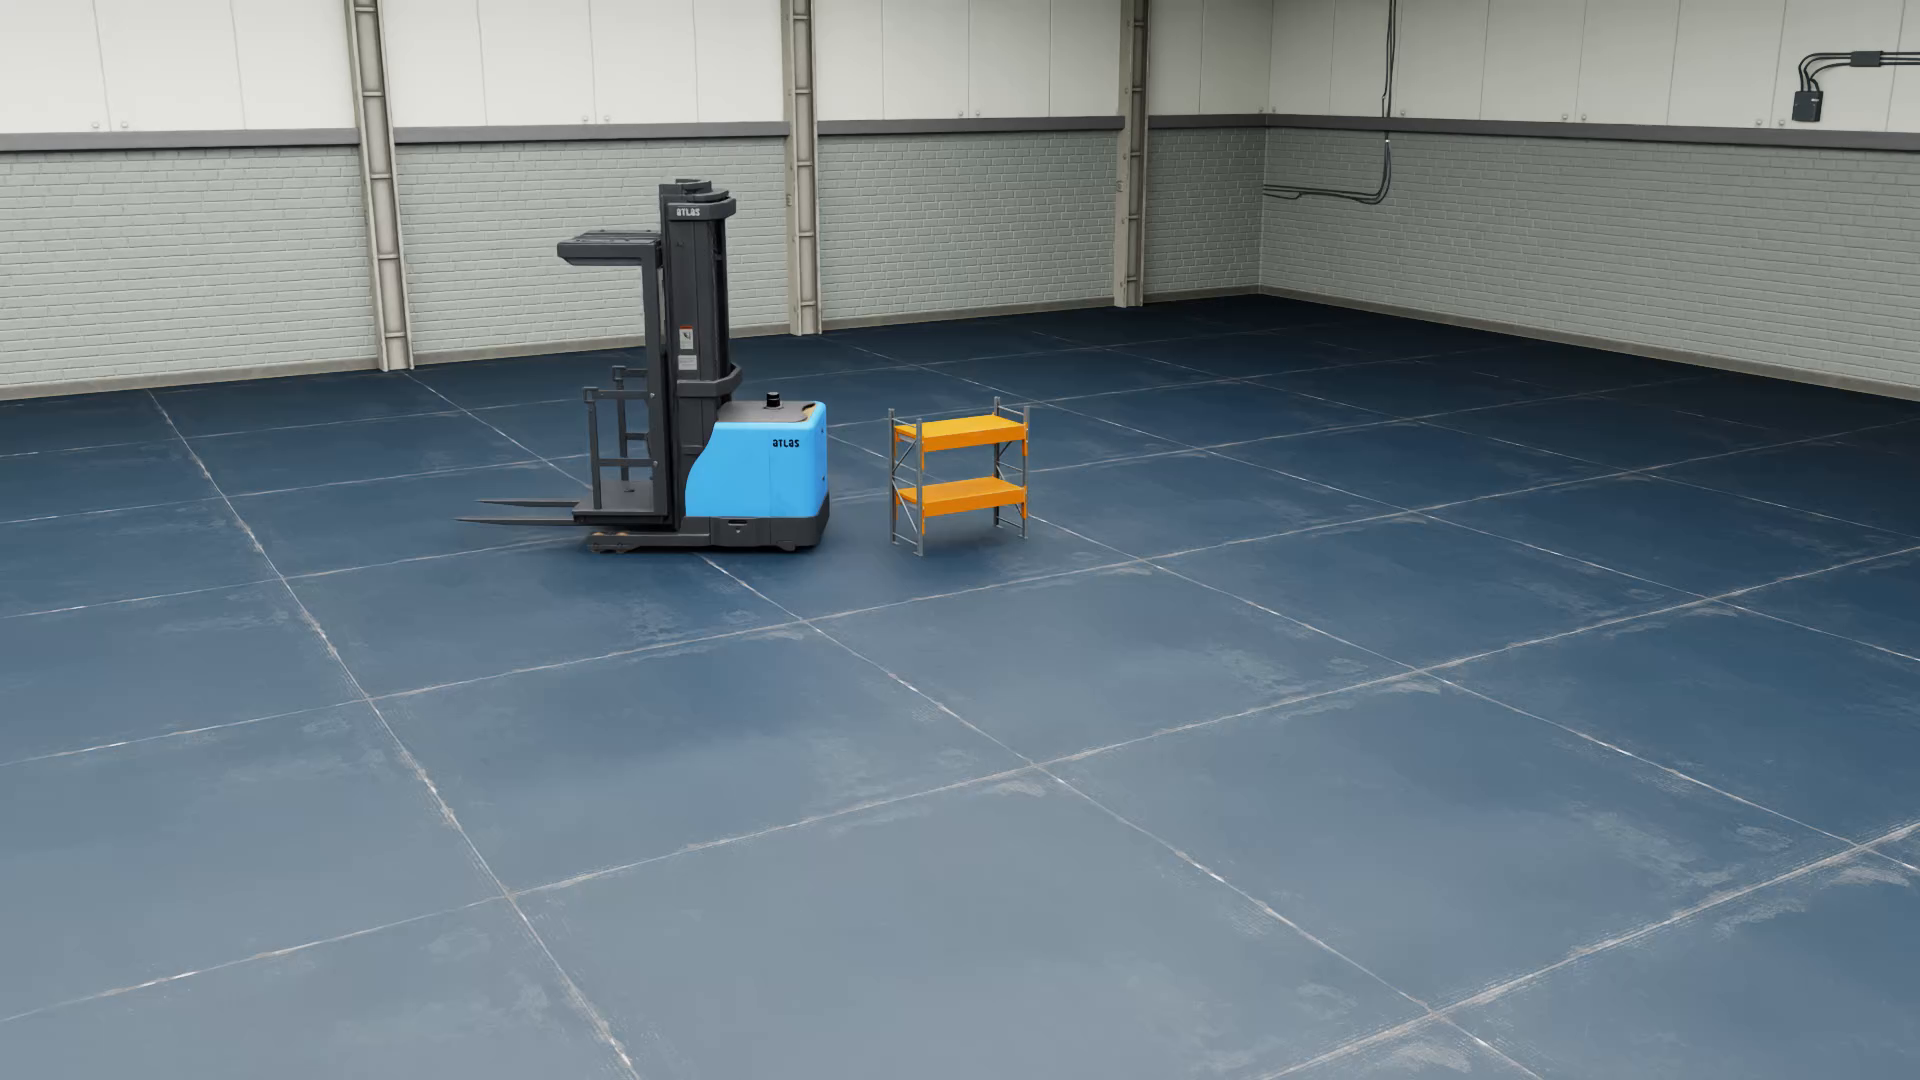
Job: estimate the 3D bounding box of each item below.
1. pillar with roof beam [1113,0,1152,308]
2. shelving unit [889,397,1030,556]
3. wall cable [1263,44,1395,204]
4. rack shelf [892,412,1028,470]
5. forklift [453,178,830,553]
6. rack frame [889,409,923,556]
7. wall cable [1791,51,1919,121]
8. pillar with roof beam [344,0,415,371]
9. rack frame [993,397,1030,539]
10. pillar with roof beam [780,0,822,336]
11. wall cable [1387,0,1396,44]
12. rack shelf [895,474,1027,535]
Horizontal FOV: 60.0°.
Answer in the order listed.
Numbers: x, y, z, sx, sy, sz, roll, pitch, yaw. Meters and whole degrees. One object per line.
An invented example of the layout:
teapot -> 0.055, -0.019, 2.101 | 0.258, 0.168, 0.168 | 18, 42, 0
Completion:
pillar with roof beam -> 5.042, -7.278, 23.203 | 0.400, 9.000, 9.100 | -9, 18, -30
shelving unit -> -0.006, -0.541, 13.755 | 1.048, 1.125, 0.538 | -9, 18, -30
wall cable -> 6.031, -6.883, 27.545 | 0.112, 2.526, 3.097 | -9, 18, -30
rack shelf -> -0.006, -0.823, 13.676 | 1.000, 0.278, 0.538 | -9, 18, -30
forklift -> -2.652, -1.446, 13.638 | 3.031, 2.935, 1.130 | 0, 16, 2
rack frame -> -0.442, -0.470, 13.503 | 0.032, 1.125, 0.500 | -9, 18, -30
wall cable -> 10.907, -7.817, 18.823 | 0.169, 6.003, 2.305 | -9, 18, -30
pillar with roof beam -> -5.244, -5.610, 17.252 | 0.400, 9.000, 9.100 | -9, 18, -30
rack frame -> 0.430, -0.611, 14.007 | 0.032, 1.125, 0.500 | -9, 18, -30
pillar with roof beam -> -0.101, -6.444, 20.227 | 0.400, 9.000, 9.100 | -9, 18, -30
wall cable -> 7.425, -8.689, 24.630 | 0.112, 2.526, 3.097 | -9, 18, -30
rack shelf -> -0.006, -0.305, 13.821 | 1.000, 0.278, 0.538 | -9, 18, -30
